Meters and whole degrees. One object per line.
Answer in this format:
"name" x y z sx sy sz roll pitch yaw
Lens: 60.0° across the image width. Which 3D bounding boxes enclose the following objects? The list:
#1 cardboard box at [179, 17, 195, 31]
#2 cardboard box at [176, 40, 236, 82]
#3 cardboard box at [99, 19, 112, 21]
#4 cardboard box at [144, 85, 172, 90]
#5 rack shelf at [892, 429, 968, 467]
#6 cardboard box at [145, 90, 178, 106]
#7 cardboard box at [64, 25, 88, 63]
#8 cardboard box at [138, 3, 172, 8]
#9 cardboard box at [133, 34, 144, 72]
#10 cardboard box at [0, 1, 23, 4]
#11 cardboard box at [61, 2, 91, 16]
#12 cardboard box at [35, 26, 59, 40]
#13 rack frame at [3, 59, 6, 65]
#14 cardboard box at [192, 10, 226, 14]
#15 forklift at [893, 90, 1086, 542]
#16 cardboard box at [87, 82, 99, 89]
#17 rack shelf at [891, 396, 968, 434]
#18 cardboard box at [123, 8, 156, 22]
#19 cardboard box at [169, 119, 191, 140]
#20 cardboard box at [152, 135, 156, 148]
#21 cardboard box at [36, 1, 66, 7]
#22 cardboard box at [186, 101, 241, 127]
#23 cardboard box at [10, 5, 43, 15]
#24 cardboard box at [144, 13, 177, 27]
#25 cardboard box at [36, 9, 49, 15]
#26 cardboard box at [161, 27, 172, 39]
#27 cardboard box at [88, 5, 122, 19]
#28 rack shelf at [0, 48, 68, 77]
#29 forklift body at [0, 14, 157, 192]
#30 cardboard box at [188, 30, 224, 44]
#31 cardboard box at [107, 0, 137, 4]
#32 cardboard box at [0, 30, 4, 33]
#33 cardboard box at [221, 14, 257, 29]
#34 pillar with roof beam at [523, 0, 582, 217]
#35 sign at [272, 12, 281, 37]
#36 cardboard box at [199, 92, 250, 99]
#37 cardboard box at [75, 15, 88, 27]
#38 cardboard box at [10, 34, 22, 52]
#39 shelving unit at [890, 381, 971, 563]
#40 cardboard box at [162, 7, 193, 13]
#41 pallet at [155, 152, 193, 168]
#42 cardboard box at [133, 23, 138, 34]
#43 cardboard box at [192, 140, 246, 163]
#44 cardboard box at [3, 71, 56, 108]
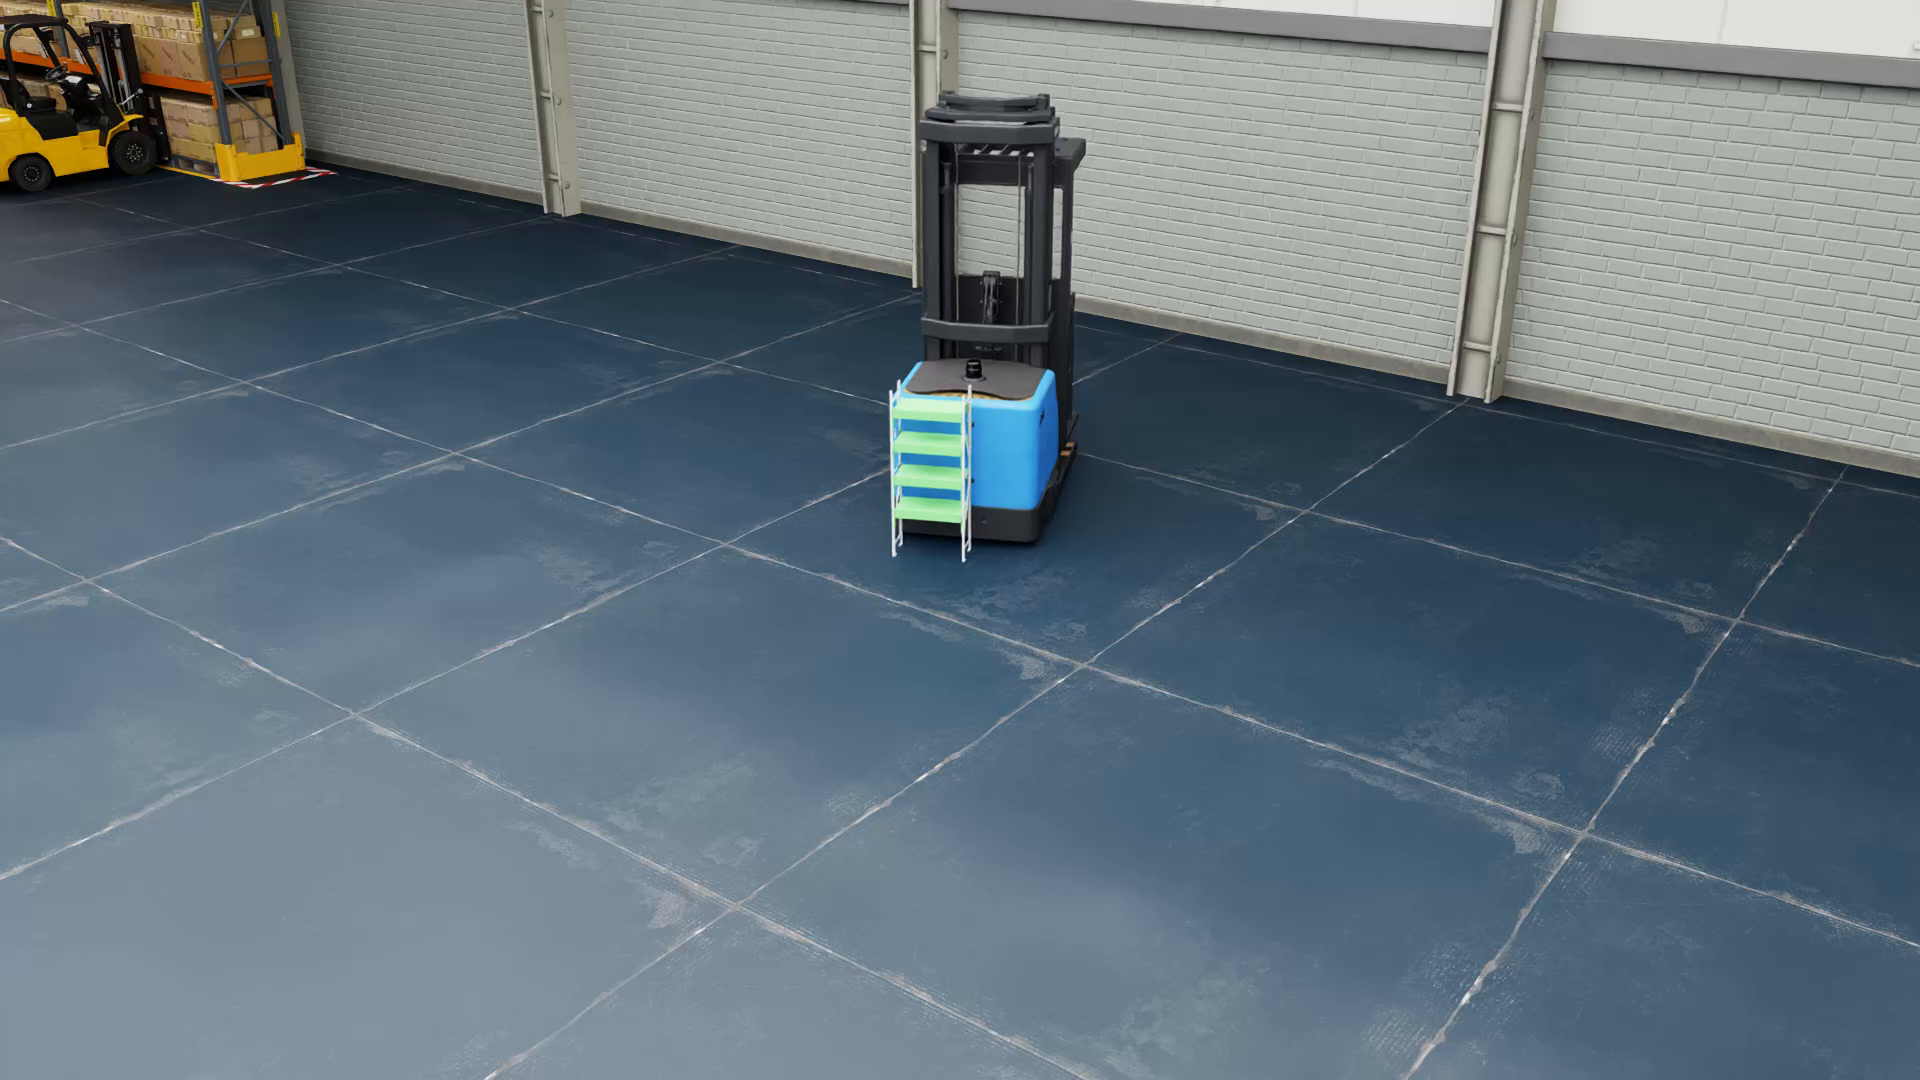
"cardboard box" -10.480 -7.097 22.839 0.250 0.149 0.380 17 29 33
"cardboard box" -10.402 -6.630 22.953 0.500 0.500 0.500 16 28 32
"cardboard box" -12.159 -7.434 23.974 0.250 0.149 0.380 16 29 33
"cardboard box" -11.731 -6.608 24.676 0.500 0.250 0.500 17 29 34
"rack shelf" -0.196 -0.620 11.232 0.480 0.148 0.258 5 24 10
"cardboard box" -11.629 -6.317 24.017 0.500 0.250 0.500 16 28 32
"cardboard box" -12.853 -7.371 24.636 0.500 0.500 0.500 16 28 32
"cardboard box" -11.786 -7.773 24.374 0.250 0.149 0.380 16 29 32
"cardboard box" -11.631 -7.000 23.793 0.500 0.500 0.500 17 29 34
"cardboard box" -14.869 -8.314 25.972 0.250 0.149 0.380 17 29 33
"cardboard box" -12.974 -7.823 24.488 0.250 0.149 0.380 18 29 34
"cardboard box" -13.598 -7.714 25.102 0.500 0.250 0.500 16 28 32
"rack frame" -16.252 -8.484 27.286 0.127 3.000 1.000 17 29 33
"cardboard box" -10.589 -7.377 23.475 0.250 0.149 0.380 17 29 34
"forklift" 0.316 -1.894 12.413 1.130 2.935 3.031 5 24 10
"cardboard box" -12.853 -6.690 24.864 0.500 0.250 0.500 16 29 33
"rack shelf" -0.196 -0.840 11.135 0.480 0.148 0.258 5 24 10
"cardboard box" -11.686 -7.483 23.715 0.250 0.149 0.380 17 29 33
"cardboard box" -10.823 -5.854 23.586 0.500 0.250 0.500 16 29 33
"cardboard box" -11.632 -5.861 24.221 0.500 0.250 0.500 18 29 35
"cardboard box" -14.193 -8.339 26.028 0.250 0.149 0.380 17 29 33
"cardboard box" -10.406 -5.952 23.188 0.500 0.250 0.500 18 29 35
"cardboard box" -14.302 -8.108 25.503 0.250 0.149 0.380 16 28 32
"cardboard box" -11.135 -7.263 23.216 0.250 0.149 0.380 18 29 35
"cardboard box" -13.675 -7.927 25.093 0.250 0.149 0.380 16 29 33
"cardboard box" -10.881 -7.084 23.180 0.250 0.149 0.380 17 29 33
"cardboard box" -12.357 -7.635 24.060 0.250 0.149 0.380 18 29 34
"rack shelf" -14.652 -7.672 26.333 4.000 0.370 1.077 17 29 33
"forklift body" -12.462 -6.031 22.771 1.214 2.155 2.313 17 29 33
"cardboard box" -10.296 -6.886 22.730 0.250 0.149 0.380 17 29 34
"cardboard box" -12.439 -7.942 24.758 0.250 0.149 0.380 16 28 32
"cardboard box" -14.812 -8.089 25.955 0.500 0.250 0.500 17 29 34
"cardboard box" -9.991 -7.179 23.025 0.250 0.149 0.380 16 28 32
"pillar with roof beam" -7.648 -6.914 16.283 0.400 9.000 9.100 17 29 33
"sign" -9.513 -7.160 23.108 0.005 0.325 0.100 17 29 33
"cardboard box" -10.524 -6.238 23.837 0.500 0.250 0.500 17 29 33
"cardboard box" -12.746 -7.636 24.431 0.250 0.149 0.380 18 29 34
"cardboard box" -14.396 -7.736 25.773 0.500 0.250 0.500 17 29 34
"shelving unit" -0.195 -0.459 11.303 0.503 1.200 0.258 5 24 10
"cardboard box" -11.212 -7.562 23.895 0.250 0.149 0.380 17 29 34
"pallet" -11.460 -5.740 24.517 1.213 0.211 1.003 17 29 33
"cardboard box" -11.483 -7.278 23.619 0.250 0.149 0.380 17 29 33
"cardboard box" -10.416 -5.495 23.392 0.500 0.250 0.500 17 29 34
"cardboard box" -14.695 -7.116 26.606 0.625 0.625 0.875 15 28 31
